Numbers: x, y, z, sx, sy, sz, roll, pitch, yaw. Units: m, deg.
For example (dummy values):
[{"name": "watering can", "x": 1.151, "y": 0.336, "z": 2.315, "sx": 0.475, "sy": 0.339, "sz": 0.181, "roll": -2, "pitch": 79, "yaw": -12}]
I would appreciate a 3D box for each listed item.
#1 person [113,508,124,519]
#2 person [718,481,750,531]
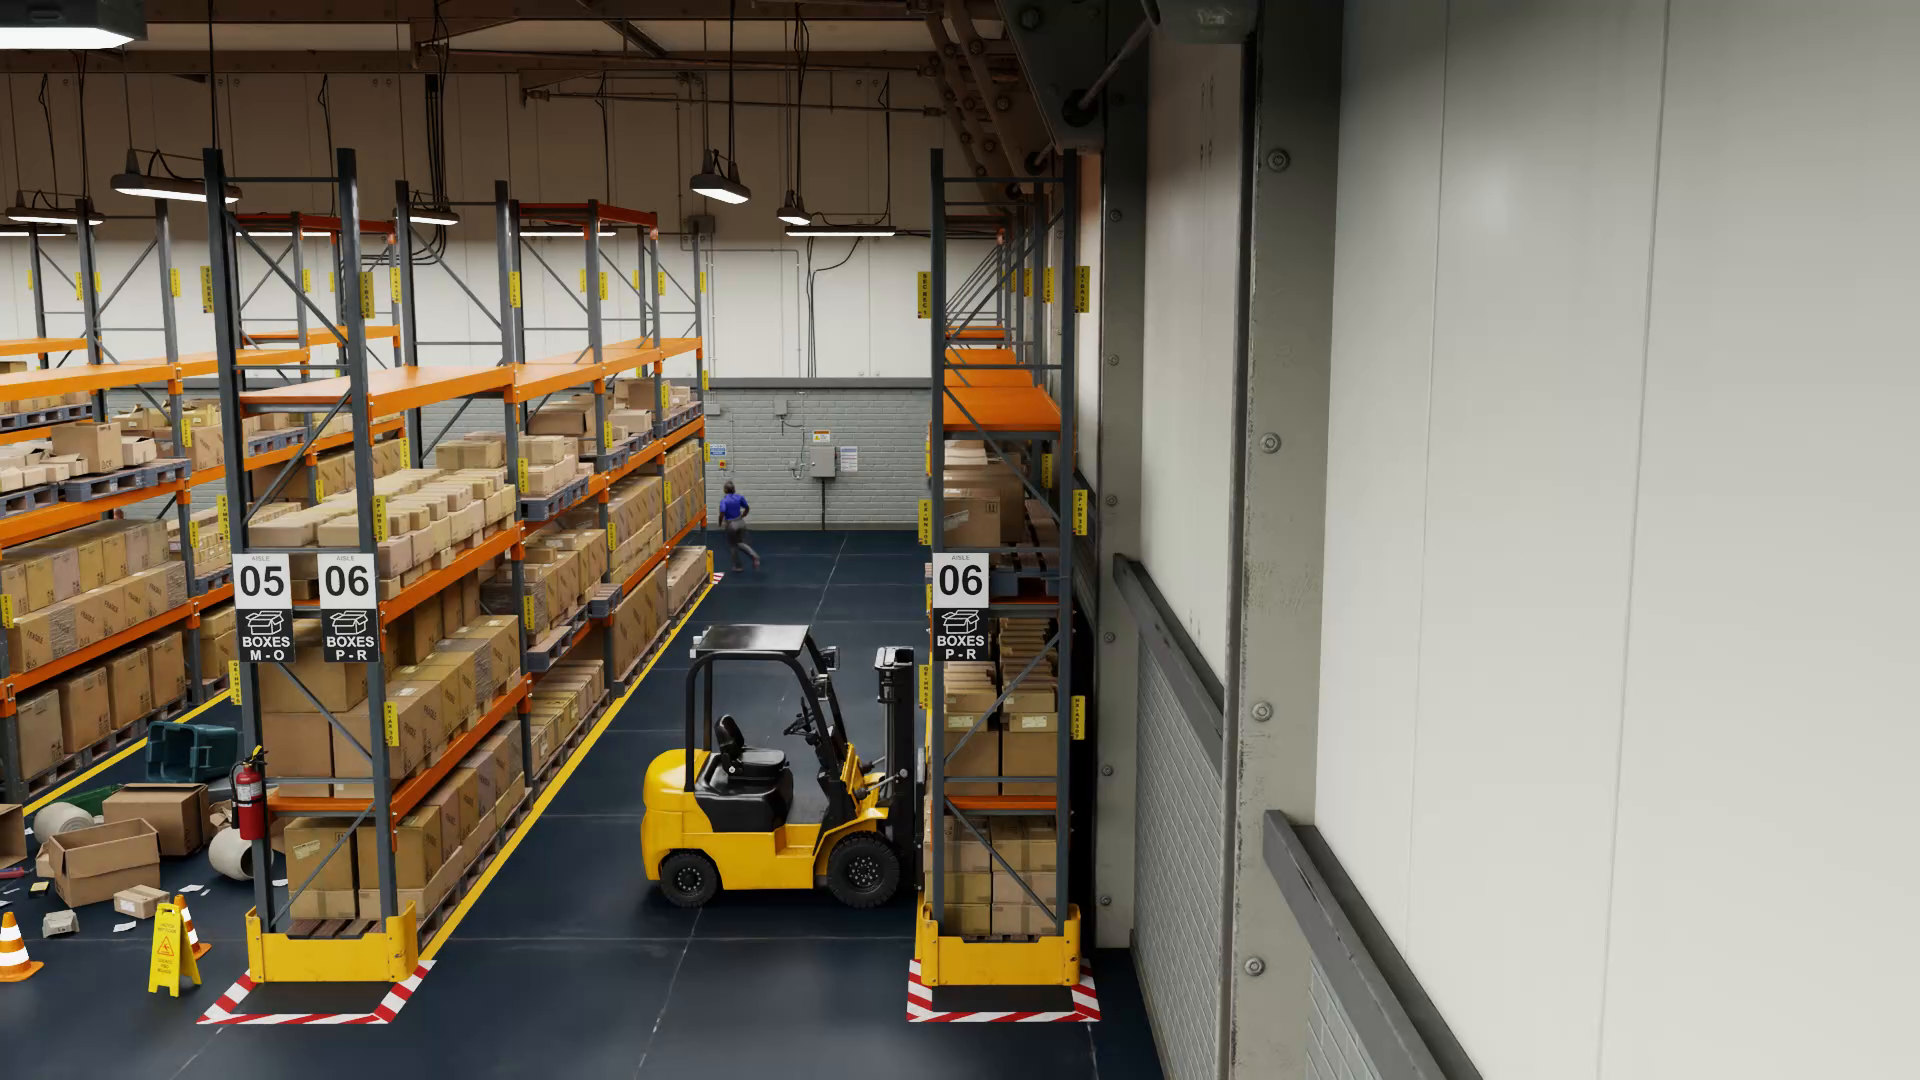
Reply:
[{"name": "person", "x": -12.984, "y": -0.100, "z": 25.609, "sx": 0.528, "sy": 0.775, "sz": 0.572, "roll": 0, "pitch": 9, "yaw": 2}, {"name": "person", "x": -3.961, "y": -0.577, "z": 28.751, "sx": 0.608, "sy": 0.865, "sz": 0.323, "roll": -9, "pitch": 13, "yaw": -44}]
